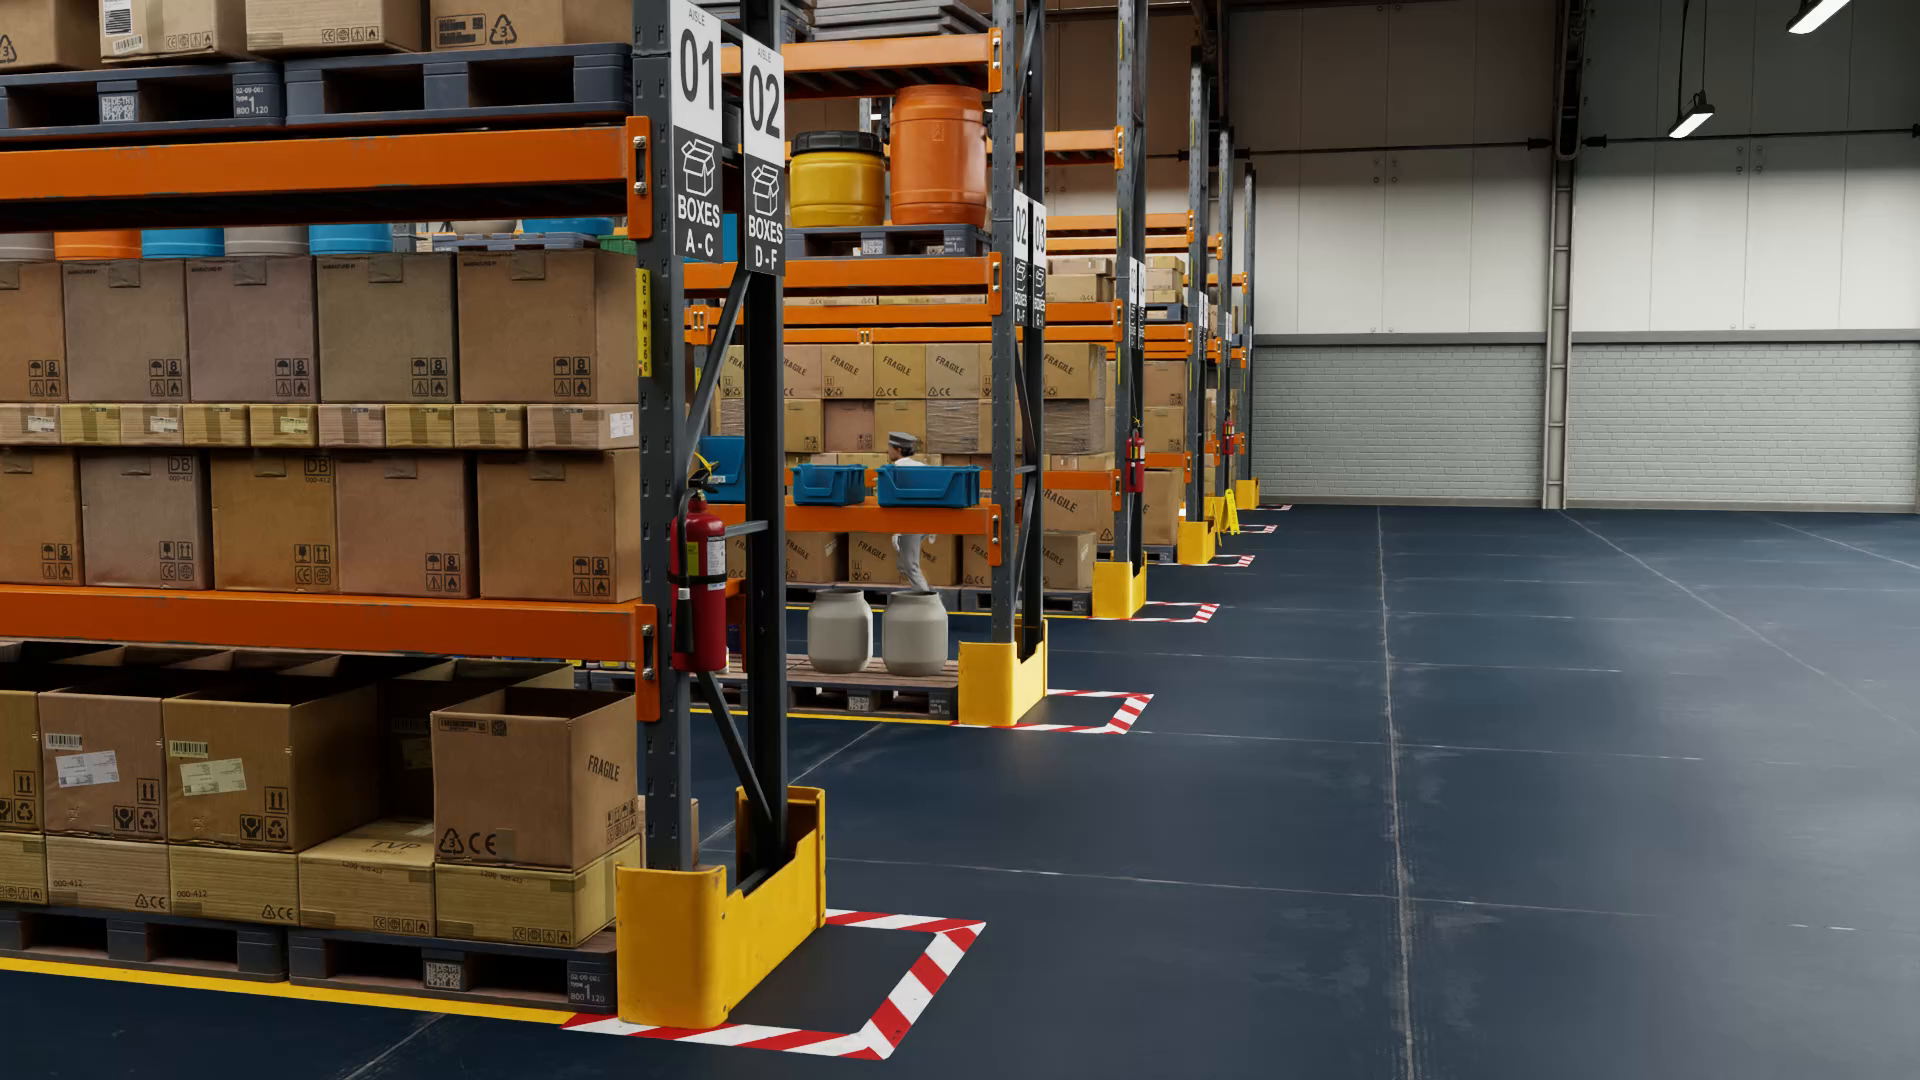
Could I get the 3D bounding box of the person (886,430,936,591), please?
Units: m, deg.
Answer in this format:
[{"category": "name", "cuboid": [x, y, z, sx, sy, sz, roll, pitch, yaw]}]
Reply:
[{"category": "person", "cuboid": [-0.428, -0.100, 14.170, 0.445, 1.665, 0.508, 3, 6, 28]}]
